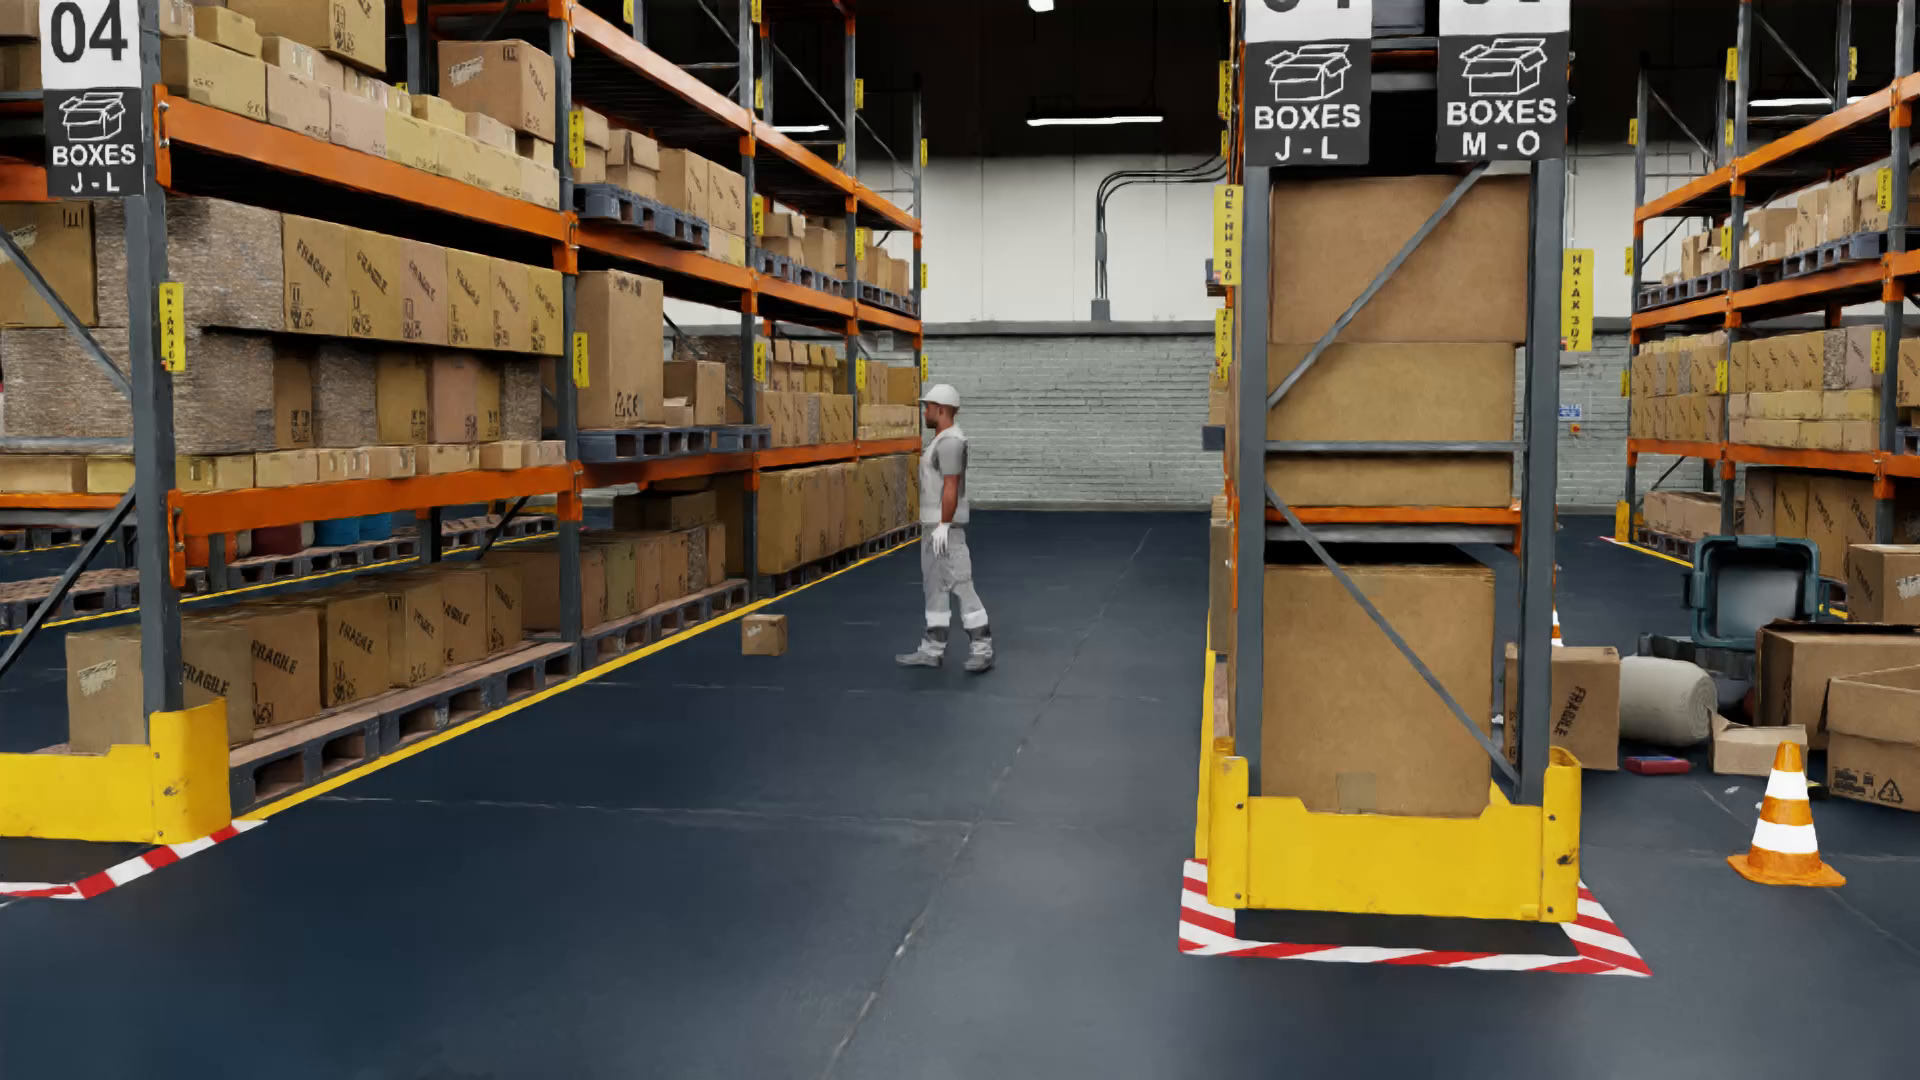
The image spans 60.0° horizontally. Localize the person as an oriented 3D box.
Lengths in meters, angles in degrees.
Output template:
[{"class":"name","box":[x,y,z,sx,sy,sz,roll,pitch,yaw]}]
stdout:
[{"class":"person","box":[-0.108,-0.081,10.466,0.574,1.793,0.735,-1,4,-11]}]
